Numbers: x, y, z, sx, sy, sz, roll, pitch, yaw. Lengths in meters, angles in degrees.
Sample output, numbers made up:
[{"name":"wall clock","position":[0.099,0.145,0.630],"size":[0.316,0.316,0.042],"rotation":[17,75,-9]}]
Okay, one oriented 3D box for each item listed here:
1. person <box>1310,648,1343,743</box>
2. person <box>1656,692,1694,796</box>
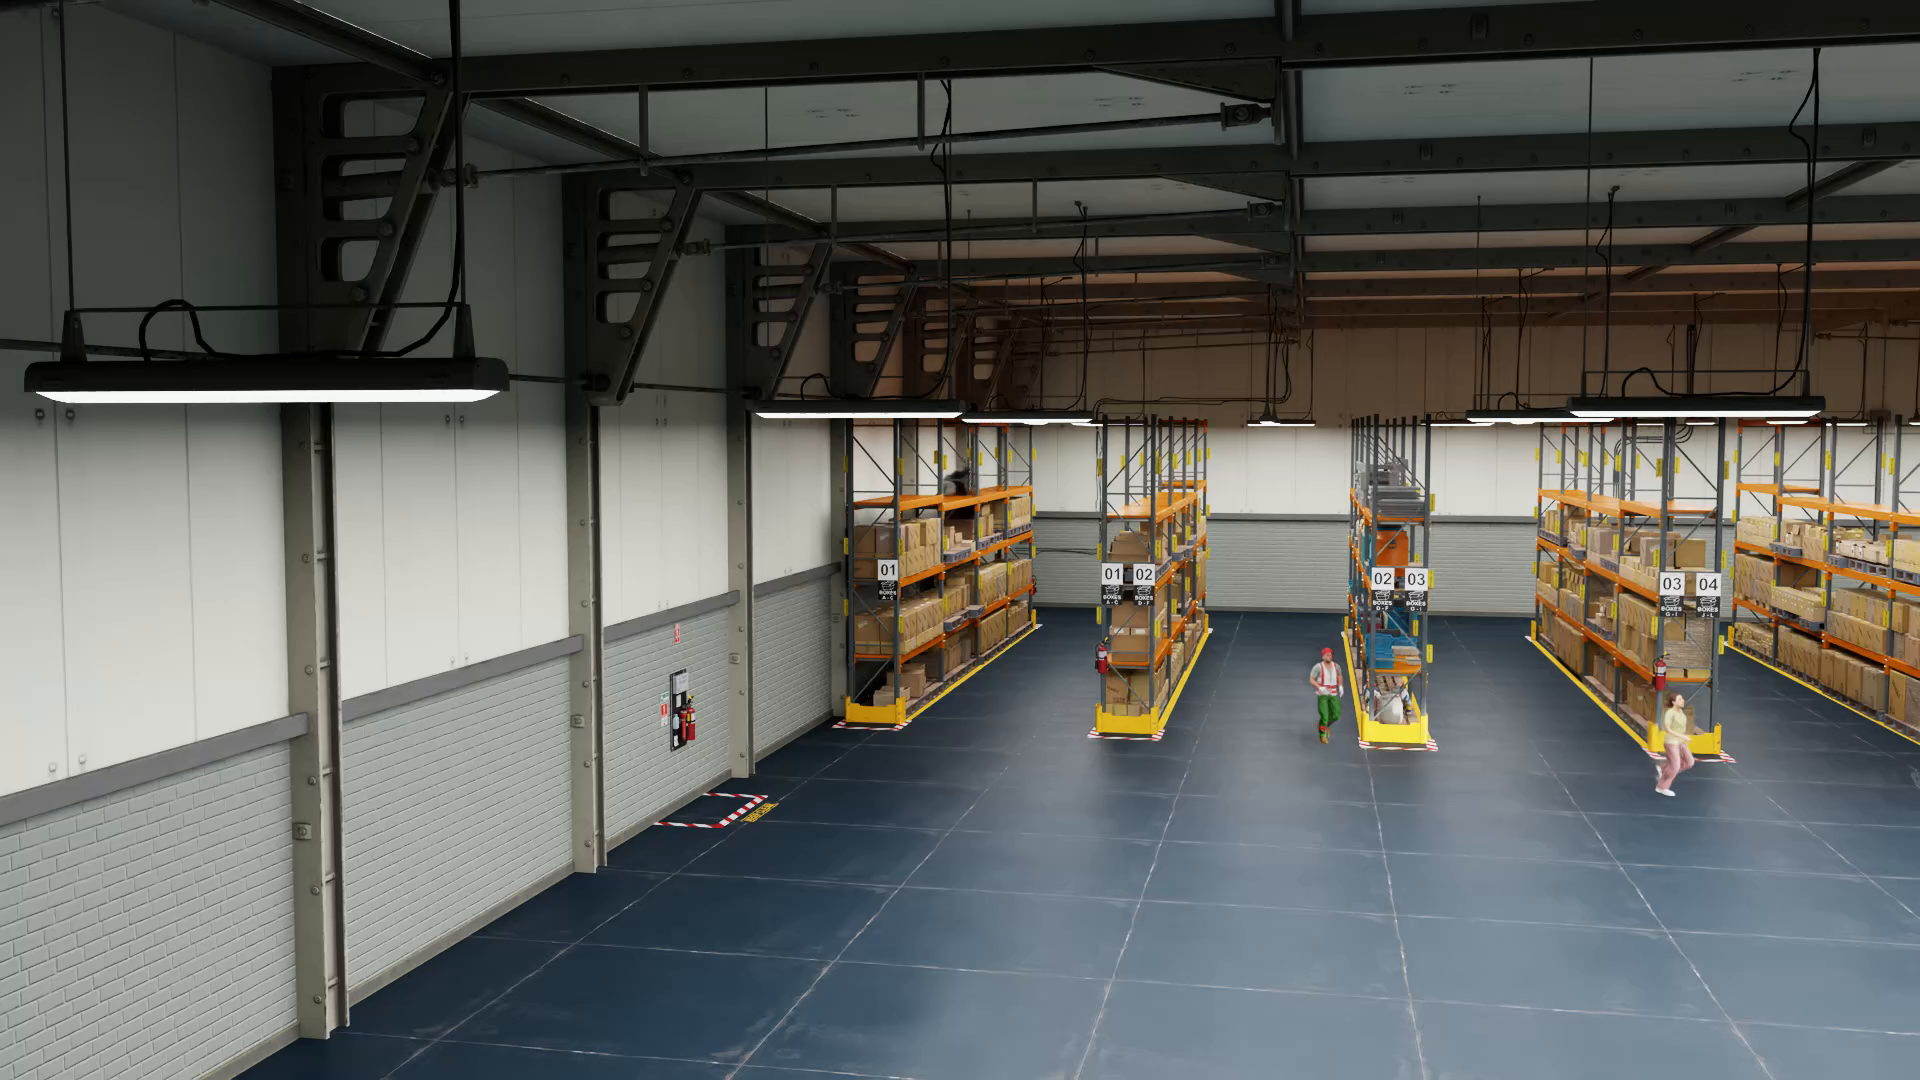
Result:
[{"name":"person","position":[6.718,2.833,30.337],"size":[0.697,1.746,0.616],"rotation":[-1,4,-14]},{"name":"person","position":[11.196,3.186,26.007],"size":[0.602,1.631,0.598],"rotation":[-3,5,-41]}]
